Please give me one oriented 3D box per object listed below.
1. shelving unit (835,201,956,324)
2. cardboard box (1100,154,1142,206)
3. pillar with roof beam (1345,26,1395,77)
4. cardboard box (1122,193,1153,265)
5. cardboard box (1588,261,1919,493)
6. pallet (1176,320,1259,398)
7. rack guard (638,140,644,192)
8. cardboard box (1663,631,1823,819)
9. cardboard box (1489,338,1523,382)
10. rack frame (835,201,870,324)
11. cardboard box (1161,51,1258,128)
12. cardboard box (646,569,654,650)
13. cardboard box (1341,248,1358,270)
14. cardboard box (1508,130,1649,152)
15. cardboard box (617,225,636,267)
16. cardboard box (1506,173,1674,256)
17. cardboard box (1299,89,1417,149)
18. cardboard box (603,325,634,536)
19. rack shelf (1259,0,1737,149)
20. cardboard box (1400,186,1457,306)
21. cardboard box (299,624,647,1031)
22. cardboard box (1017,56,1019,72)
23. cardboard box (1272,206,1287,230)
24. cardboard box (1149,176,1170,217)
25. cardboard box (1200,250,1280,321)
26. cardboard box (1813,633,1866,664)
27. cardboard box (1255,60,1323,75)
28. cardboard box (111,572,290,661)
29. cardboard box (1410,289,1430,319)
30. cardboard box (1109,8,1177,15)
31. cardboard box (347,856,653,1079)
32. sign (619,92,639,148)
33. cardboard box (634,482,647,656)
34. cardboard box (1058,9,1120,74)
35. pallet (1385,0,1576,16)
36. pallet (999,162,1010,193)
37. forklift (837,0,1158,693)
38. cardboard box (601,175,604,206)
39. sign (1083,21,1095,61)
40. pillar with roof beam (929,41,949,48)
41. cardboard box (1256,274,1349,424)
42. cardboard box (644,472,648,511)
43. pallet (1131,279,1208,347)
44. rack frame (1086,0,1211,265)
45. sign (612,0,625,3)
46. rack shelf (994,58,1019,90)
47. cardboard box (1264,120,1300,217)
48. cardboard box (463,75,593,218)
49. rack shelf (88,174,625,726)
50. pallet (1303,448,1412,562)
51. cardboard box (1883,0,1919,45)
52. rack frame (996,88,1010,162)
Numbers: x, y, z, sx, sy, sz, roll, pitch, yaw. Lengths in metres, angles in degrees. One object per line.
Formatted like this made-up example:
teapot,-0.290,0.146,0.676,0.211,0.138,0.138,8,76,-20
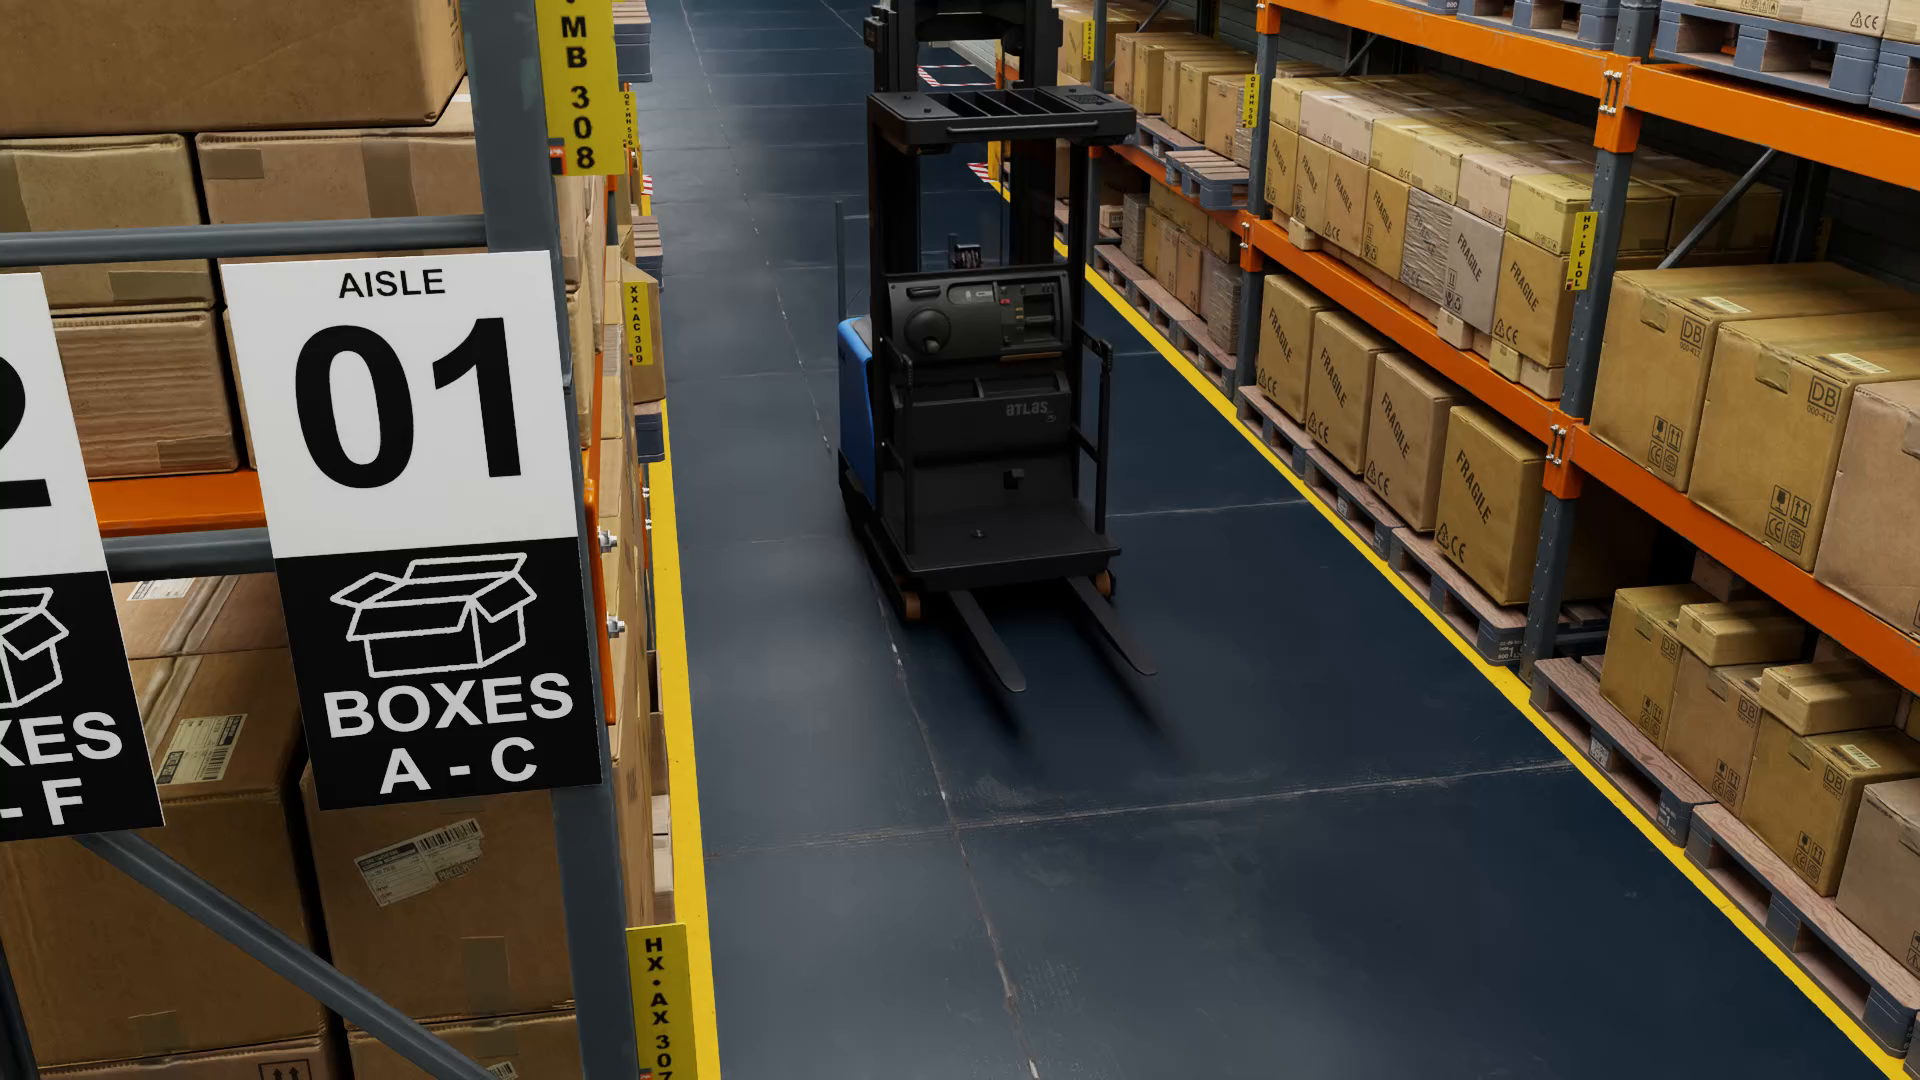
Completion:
shelving unit,-0.398,-1.240,10.215,0.538,1.500,1.048,-6,24,-14
cardboard box,1.401,-3.355,15.757,0.500,0.500,0.500,-6,24,-14
pillar with roof beam,-1.249,-5.326,10.201,9.100,9.000,0.400,-4,24,-10
cardboard box,1.785,-2.661,14.169,0.700,0.500,0.500,-3,24,-8
cardboard box,3.196,-0.669,6.660,0.980,0.700,0.700,-4,24,-9
pallet,2.229,-1.350,12.076,1.003,0.211,1.213,-4,24,-10
rack guard,-3.979,-3.962,17.698,1.175,0.500,0.348,-4,24,-10
cardboard box,3.239,0.706,6.484,0.700,0.500,0.500,-5,24,-10
cardboard box,2.701,-0.850,7.738,0.380,0.149,0.250,-4,24,-9
rack frame,-0.528,-1.436,10.665,0.500,1.500,0.032,-6,24,-14
cardboard box,1.942,-3.461,12.752,0.700,0.500,0.500,-1,24,-2
cardboard box,-1.606,0.357,7.258,0.500,0.500,0.500,-5,24,-12
cardboard box,2.434,-1.666,9.605,0.380,0.149,0.250,-4,24,-9
cardboard box,3.082,-1.884,8.357,0.500,0.250,0.500,-5,24,-12
cardboard box,-1.813,-1.085,7.338,0.700,0.500,0.500,-1,24,-1
cardboard box,2.774,-1.446,7.355,0.500,0.250,0.500,-4,24,-8
cardboard box,2.303,-2.446,9.644,0.500,0.250,0.500,-5,24,-10
cardboard box,-1.217,-0.303,4.822,0.500,0.500,0.500,-4,24,-9
rack shelf,2.742,-2.578,8.557,1.077,0.370,4.000,-4,24,-10
cardboard box,2.590,-1.499,8.413,0.500,0.500,0.500,-4,24,-10
cardboard box,-0.839,0.497,2.991,0.500,0.500,0.500,-4,24,-8
cardboard box,0.869,-4.788,16.627,0.500,0.250,0.500,-5,24,-11
cardboard box,2.205,-2.067,10.525,0.380,0.149,0.250,-5,24,-11
cardboard box,1.870,-2.832,13.623,0.500,0.250,0.500,-5,24,-11
cardboard box,2.207,-1.867,12.350,0.700,0.500,0.500,-4,24,-10
cardboard box,3.466,0.450,6.260,0.380,0.149,0.250,-5,24,-11
cardboard box,2.205,-3.124,11.169,0.380,0.149,0.250,-8,25,-19
cardboard box,-1.463,0.337,3.355,0.500,0.500,0.500,-4,24,-8
cardboard box,2.579,-1.256,8.666,0.380,0.149,0.250,-5,24,-11
cardboard box,1.659,-4.581,15.218,0.500,0.500,0.500,-4,24,-10
cardboard box,-0.839,0.955,3.191,0.500,0.500,0.500,-4,24,-9
sign,-1.964,-2.490,9.856,0.100,0.325,0.005,-4,24,-10
cardboard box,-1.217,0.158,5.016,0.500,0.500,0.500,-4,24,-9
cardboard box,1.143,-4.536,15.114,0.500,0.500,0.500,-4,24,-10
pallet,2.753,-2.919,8.674,1.003,0.211,1.213,-3,24,-7
pallet,1.022,-3.837,17.771,1.003,0.211,1.213,-4,24,-10
forklift,0.161,-1.101,8.110,1.130,2.935,3.031,-6,24,-14
cardboard box,-1.134,-0.922,4.054,0.500,0.250,0.500,-4,24,-10
sign,1.101,-4.247,14.144,0.100,0.325,0.005,-4,24,-10
pillar with roof beam,-4.577,-12.406,26.412,9.100,9.000,0.400,-4,24,-10
cardboard box,2.379,-1.228,10.476,0.750,0.750,0.750,-5,24,-10
cardboard box,-1.996,-0.454,9.115,0.500,0.500,0.500,-5,24,-12
pallet,2.007,-1.828,13.173,1.003,0.211,1.213,-4,24,-10
rack frame,1.633,-3.893,14.417,1.000,3.000,0.127,-4,24,-10
sign,-1.224,-2.033,5.764,0.100,0.325,0.005,-4,24,-10
rack shelf,1.263,-4.350,16.362,1.077,0.370,4.000,-4,24,-10
cardboard box,2.210,-2.301,10.250,0.500,0.500,0.500,-4,24,-8
cardboard box,-0.941,-0.759,3.054,0.500,0.250,0.500,-4,24,-10
rack shelf,-1.386,-0.637,4.111,1.077,0.370,4.000,-4,24,-10
pallet,2.666,-0.248,9.553,1.003,0.211,1.213,-4,24,-10
cardboard box,3.163,-1.597,4.948,0.500,0.250,0.500,-5,24,-11
rack frame,0.893,-5.467,18.019,1.000,3.000,0.127,-4,24,-10
